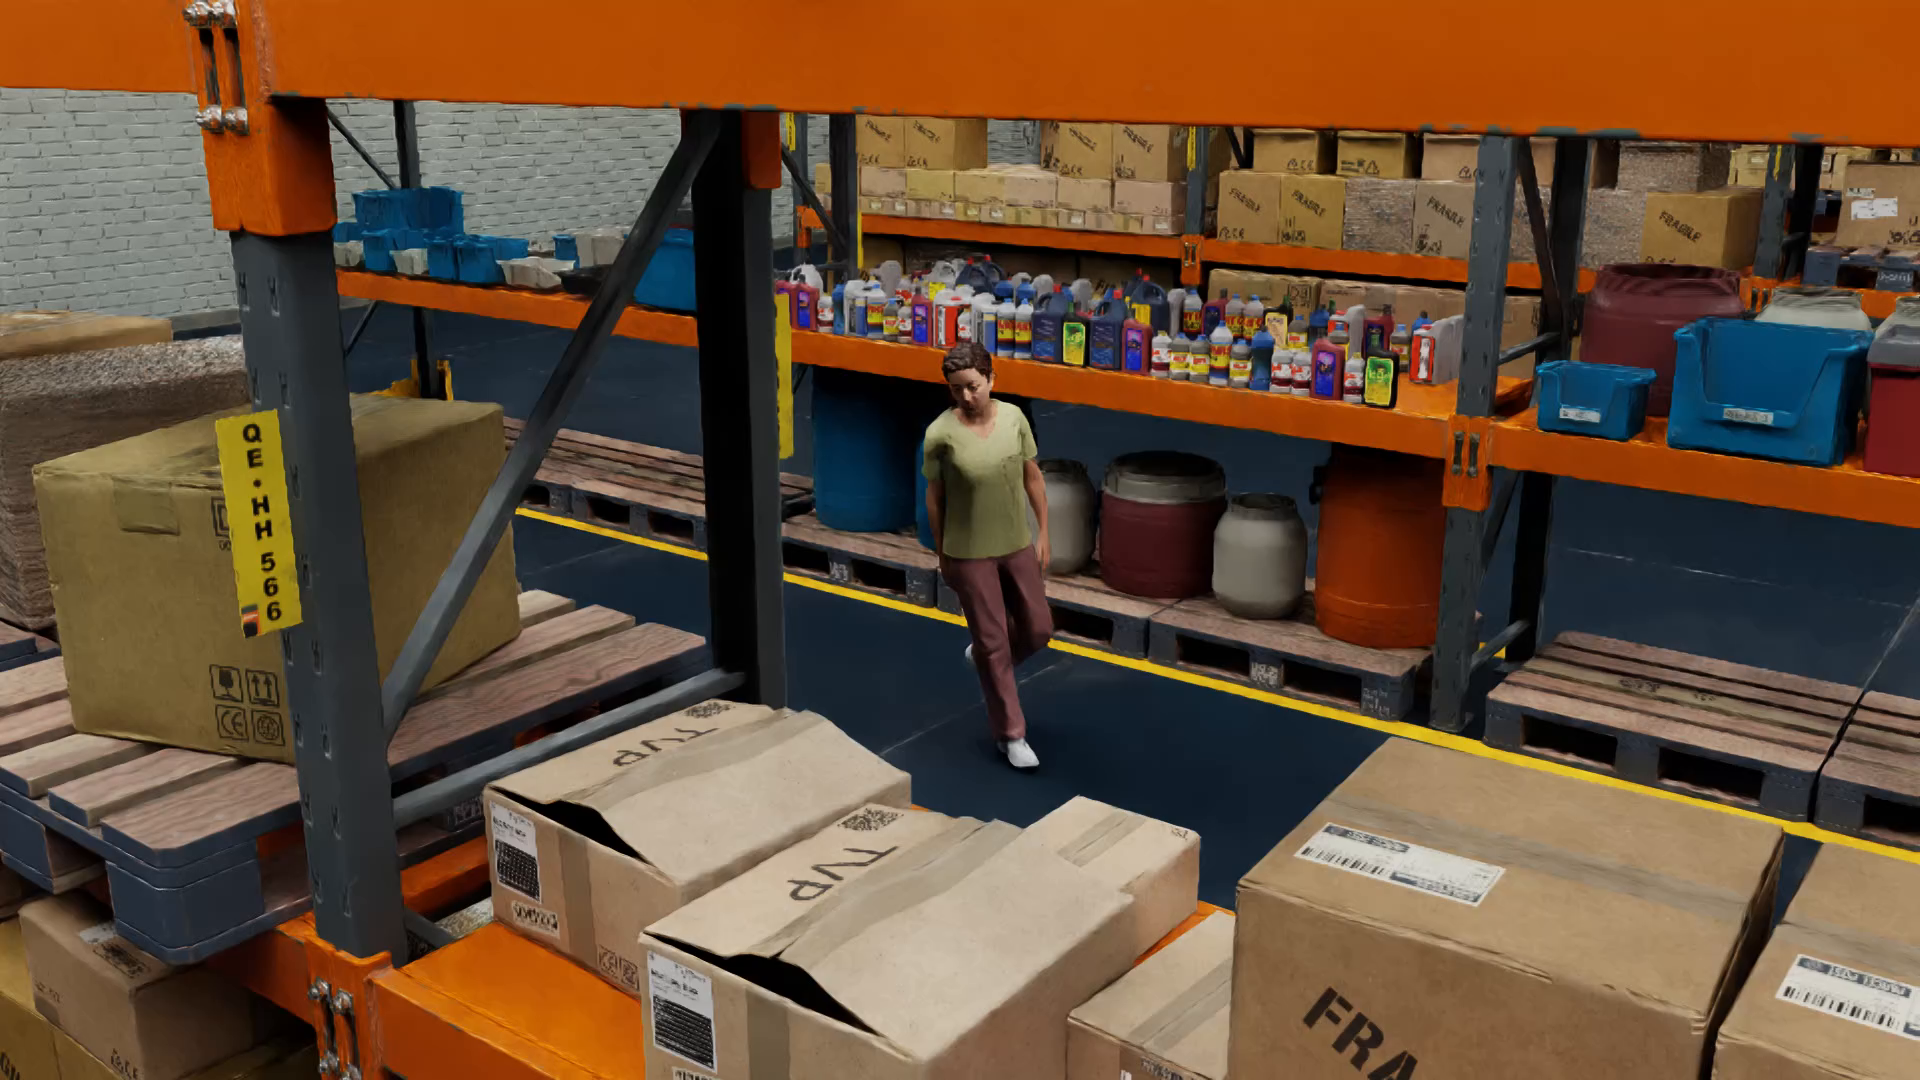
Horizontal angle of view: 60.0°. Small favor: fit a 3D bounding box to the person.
[{"bbox_3d":[0.082,0.024,6.452,0.498,1.655,0.683,-7,18,-22],"label":"person"}]
